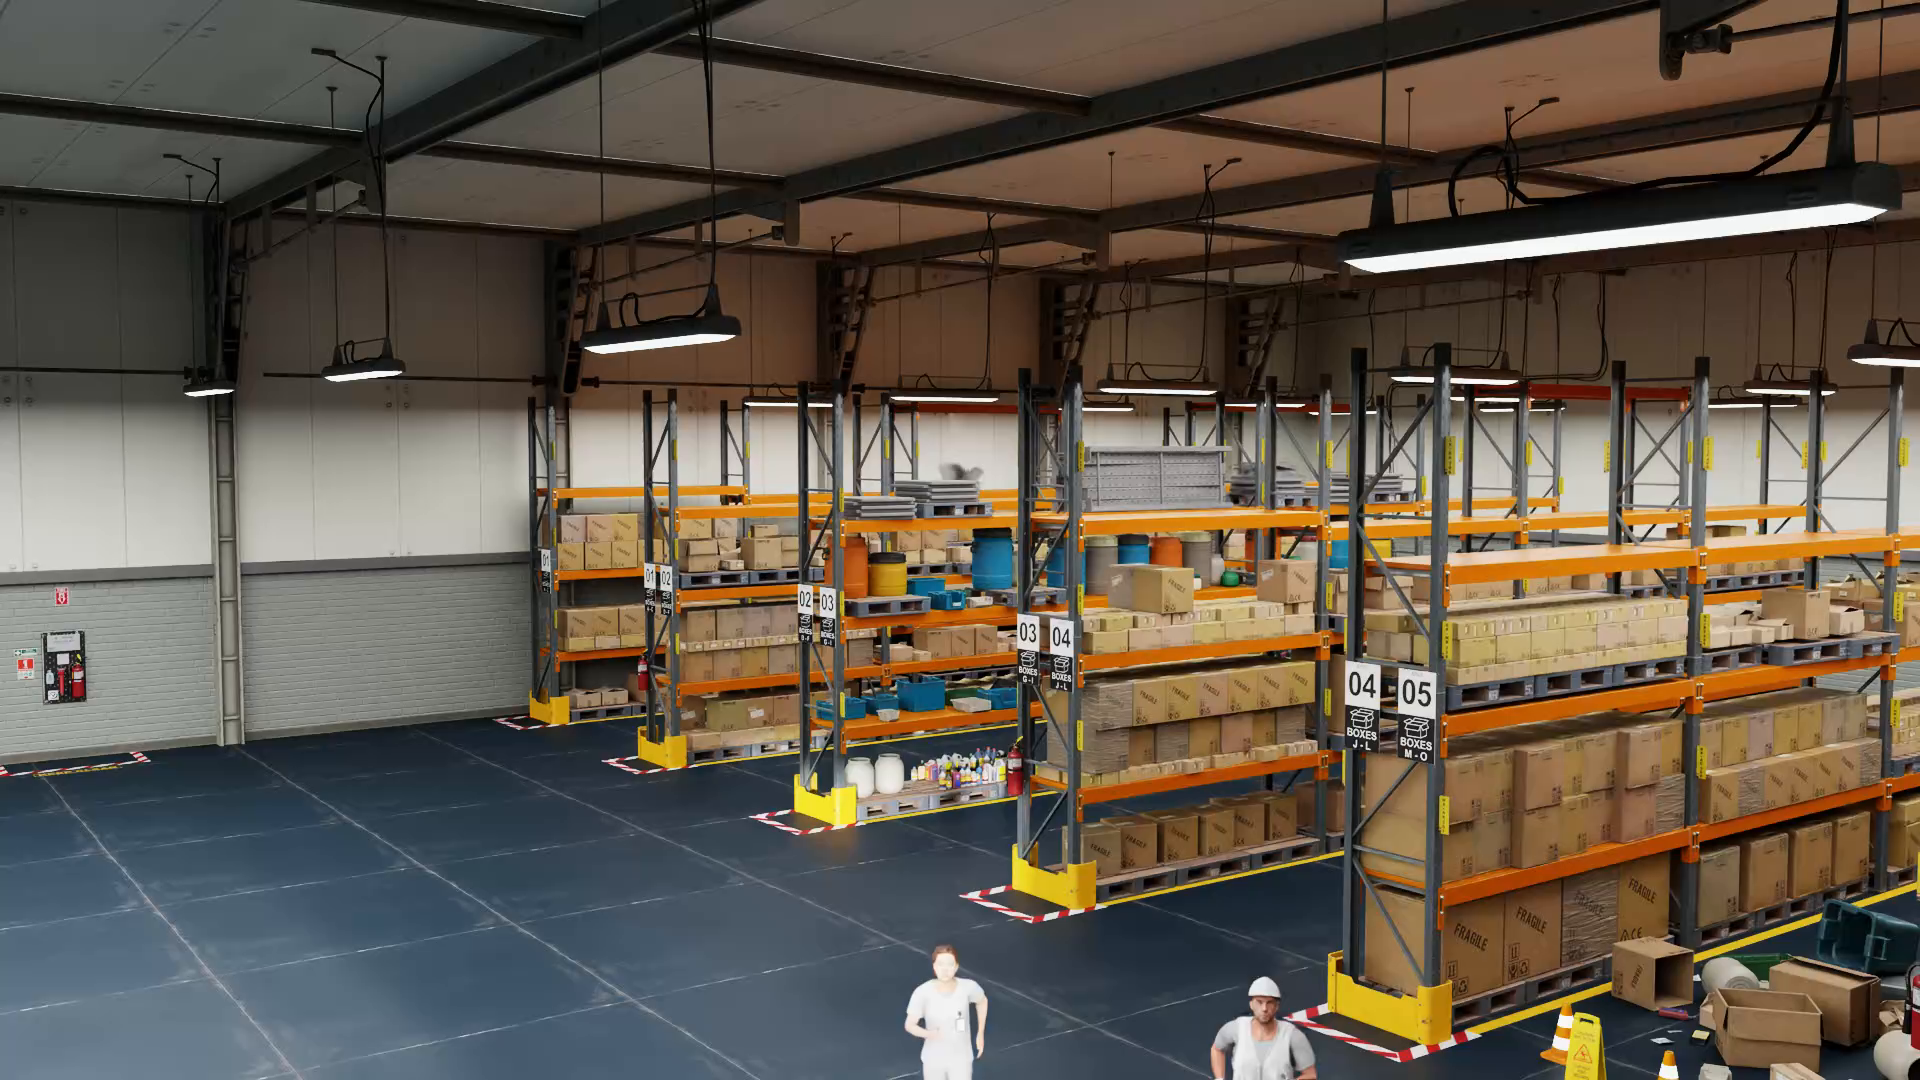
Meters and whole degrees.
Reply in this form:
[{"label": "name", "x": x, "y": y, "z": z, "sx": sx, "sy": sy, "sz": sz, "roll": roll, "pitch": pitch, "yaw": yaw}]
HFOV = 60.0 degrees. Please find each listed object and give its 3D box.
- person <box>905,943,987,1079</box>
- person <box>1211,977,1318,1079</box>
[{"label": "person", "x": -0.096, "y": 3.642, "z": 11.517, "sx": 0.554, "sy": 1.737, "sz": 0.797, "roll": 0, "pitch": 3, "yaw": 4}, {"label": "person", "x": 1.912, "y": 3.632, "z": 10.482, "sx": 0.664, "sy": 1.767, "sz": 0.995, "roll": 1, "pitch": 3, "yaw": 9}]
